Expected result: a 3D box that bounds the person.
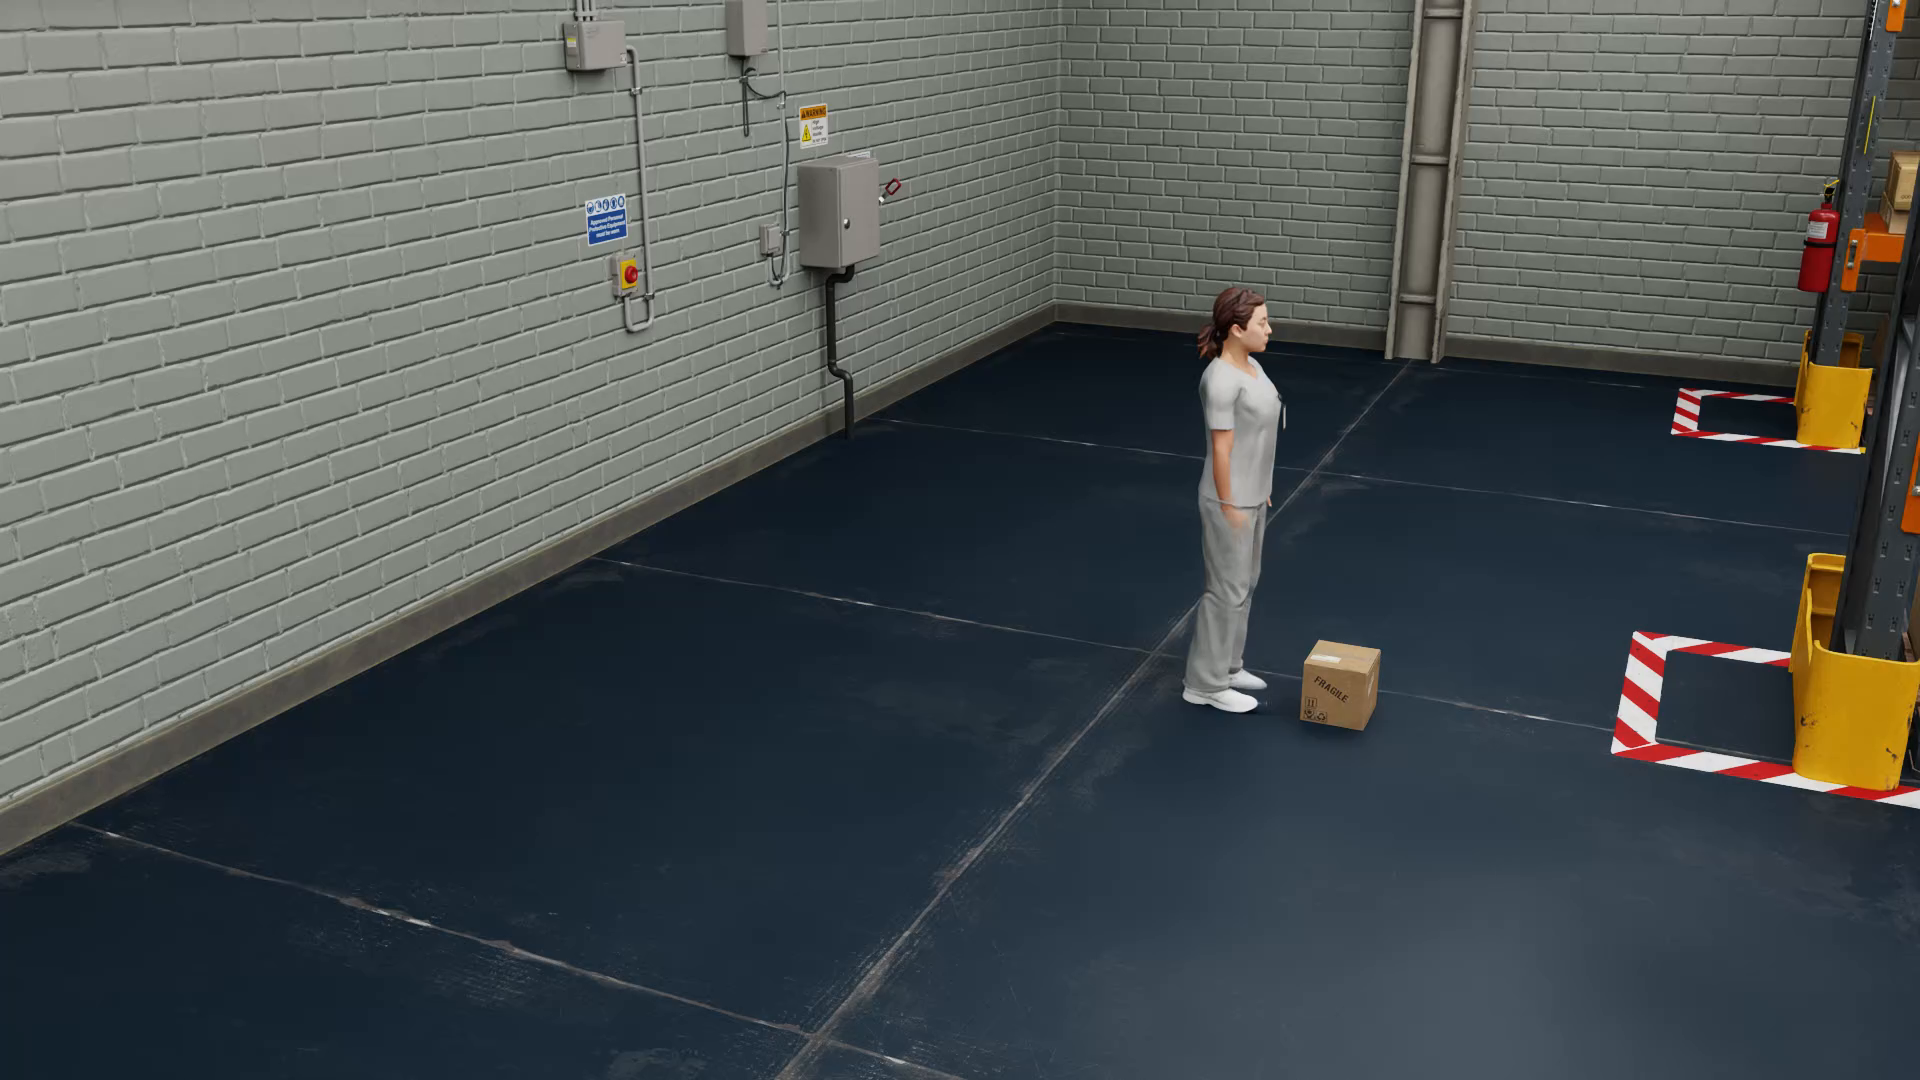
[{"bbox_3d":[1.074,-0.152,6.549,0.364,1.689,0.438,9,21,24],"label":"person"}]
